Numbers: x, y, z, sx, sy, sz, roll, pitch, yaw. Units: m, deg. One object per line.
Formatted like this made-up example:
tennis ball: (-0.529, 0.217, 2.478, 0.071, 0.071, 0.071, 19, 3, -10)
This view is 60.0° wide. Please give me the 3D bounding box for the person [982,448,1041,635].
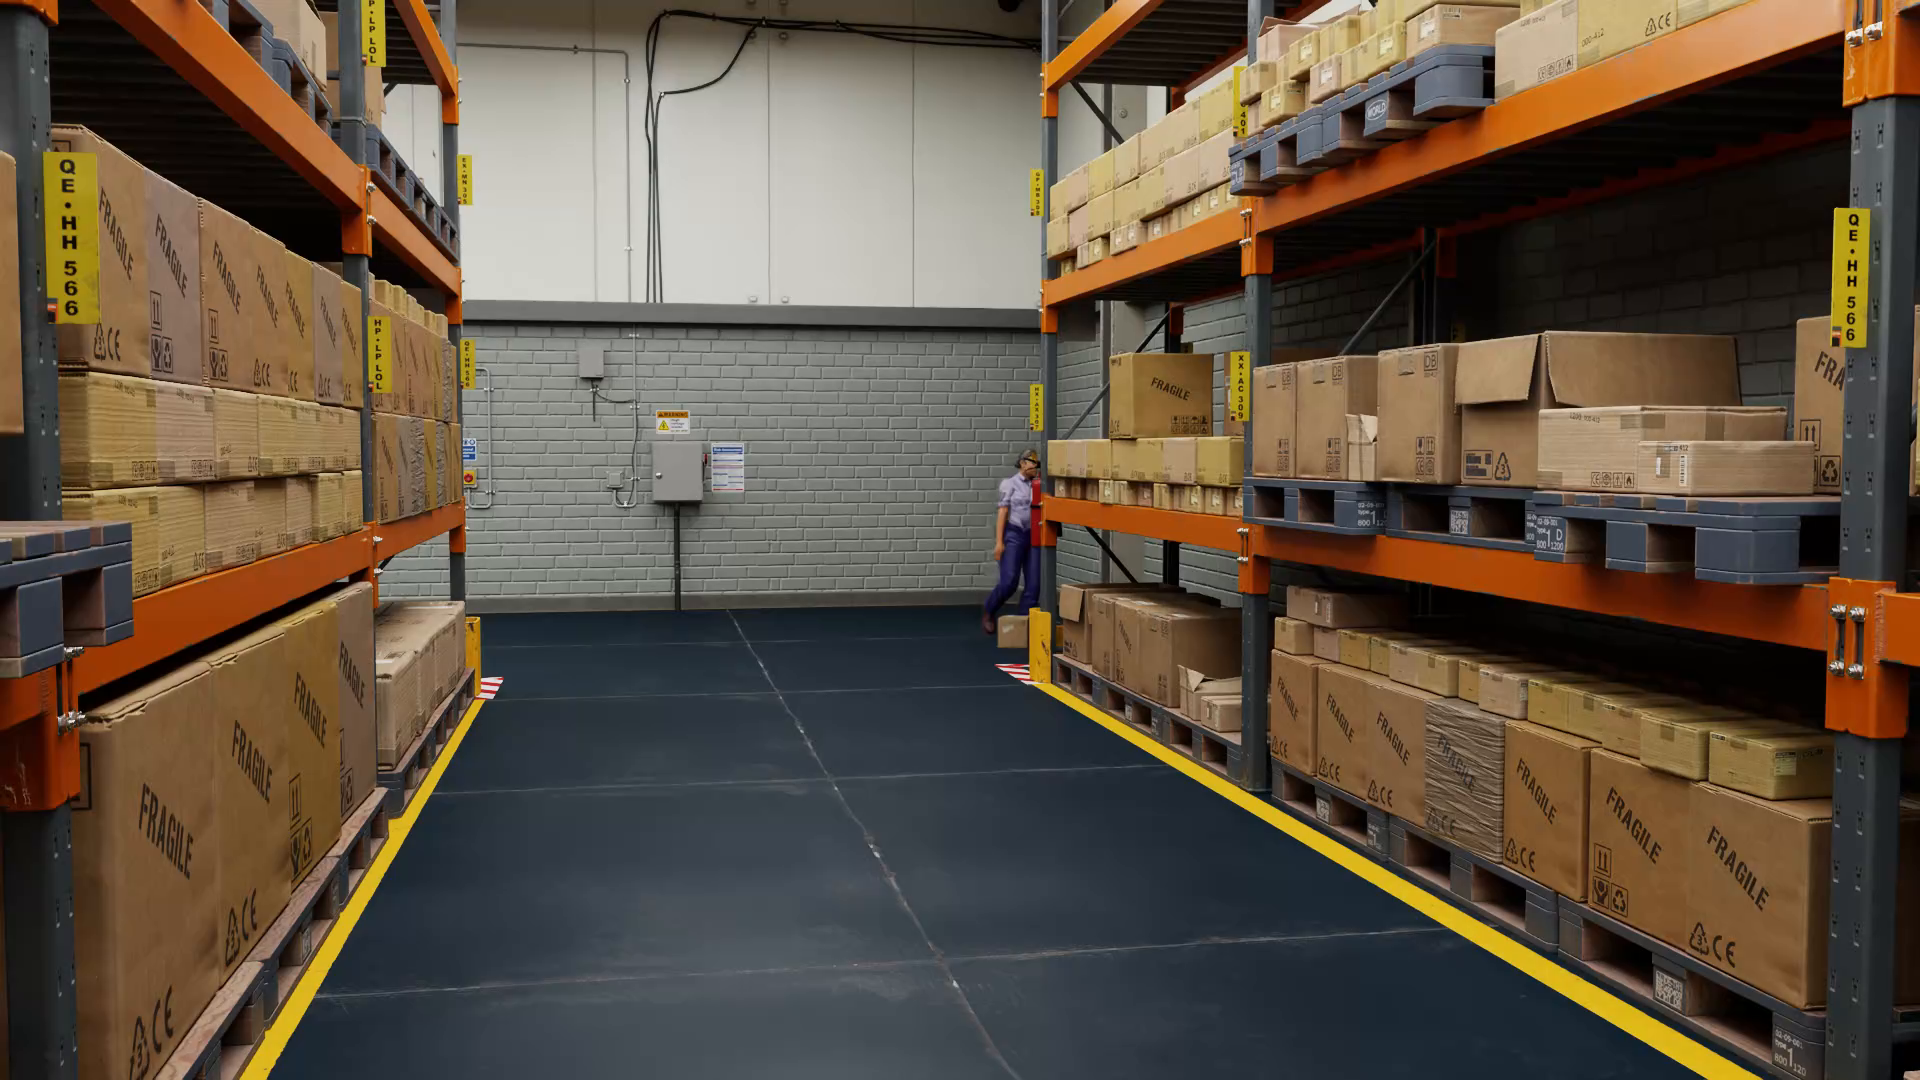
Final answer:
person: (0.505, 0.040, 14.010, 0.534, 1.625, 0.611, -2, 4, -28)
